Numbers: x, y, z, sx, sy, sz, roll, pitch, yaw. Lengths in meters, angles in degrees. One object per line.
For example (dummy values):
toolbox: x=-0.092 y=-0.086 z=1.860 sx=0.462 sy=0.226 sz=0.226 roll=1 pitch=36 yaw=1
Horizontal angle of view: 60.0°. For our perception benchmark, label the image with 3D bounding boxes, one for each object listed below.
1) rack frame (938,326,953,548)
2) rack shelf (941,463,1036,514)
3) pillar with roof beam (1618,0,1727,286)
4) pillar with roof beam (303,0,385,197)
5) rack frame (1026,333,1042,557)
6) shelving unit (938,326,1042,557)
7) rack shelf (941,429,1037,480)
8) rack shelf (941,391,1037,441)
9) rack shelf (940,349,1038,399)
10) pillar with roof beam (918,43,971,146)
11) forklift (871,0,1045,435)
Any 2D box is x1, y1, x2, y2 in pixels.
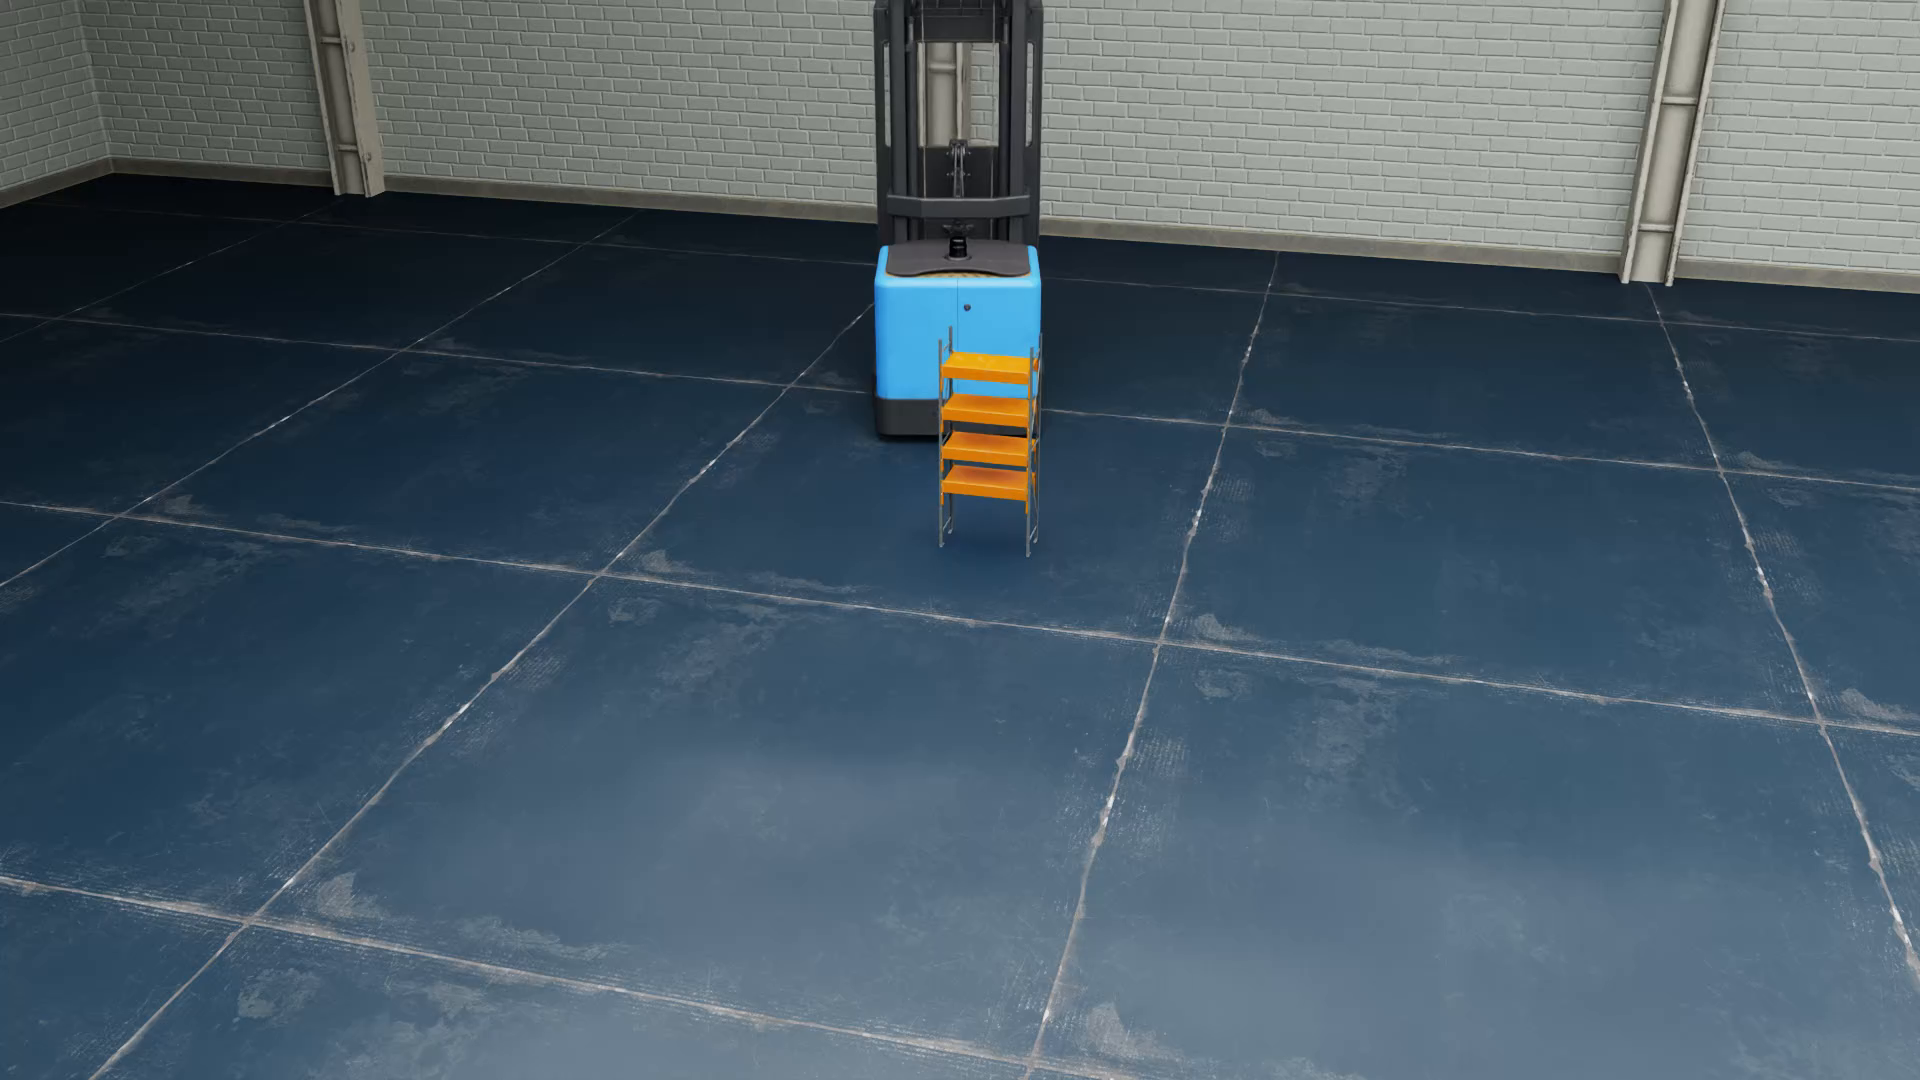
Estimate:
rack frame: x=-0.076 y=-0.550 z=9.010 sx=0.015 sy=1.200 sz=0.240 roll=6 pitch=26 yaw=13
rack shelf: x=0.160 y=-0.284 z=9.069 sx=0.480 sy=0.148 sz=0.258 roll=6 pitch=26 yaw=13
pillar with roof beam: x=4.607 y=-4.434 z=8.094 sx=0.400 sy=9.000 sz=9.100 roll=6 pitch=26 yaw=13
pillar with roof beam: x=-7.015 y=-5.718 z=10.792 sx=0.400 sy=9.000 sz=9.100 roll=6 pitch=26 yaw=13
rack frame: x=0.397 y=-0.498 z=8.900 sx=0.015 sy=1.200 sz=0.240 roll=6 pitch=26 yaw=13
shelving unit: x=0.160 y=-0.524 z=8.955 sx=0.503 sy=1.200 sz=0.258 roll=6 pitch=26 yaw=13
rack shelf: x=0.160 y=-0.463 z=8.984 sx=0.480 sy=0.148 sz=0.258 roll=6 pitch=26 yaw=13
rack shelf: x=0.160 y=-0.665 z=8.888 sx=0.480 sy=0.148 sz=0.258 roll=6 pitch=26 yaw=13
rack shelf: x=0.160 y=-0.879 z=8.786 sx=0.480 sy=0.148 sz=0.258 roll=6 pitch=26 yaw=13
pillar with roof beam: x=-1.204 y=-5.076 z=9.443 sx=0.400 sy=9.000 sz=9.100 roll=6 pitch=26 yaw=13
forklift: x=-0.009 y=-2.569 z=11.236 sx=1.130 sy=2.935 sz=3.031 roll=0 pitch=25 yaw=0
